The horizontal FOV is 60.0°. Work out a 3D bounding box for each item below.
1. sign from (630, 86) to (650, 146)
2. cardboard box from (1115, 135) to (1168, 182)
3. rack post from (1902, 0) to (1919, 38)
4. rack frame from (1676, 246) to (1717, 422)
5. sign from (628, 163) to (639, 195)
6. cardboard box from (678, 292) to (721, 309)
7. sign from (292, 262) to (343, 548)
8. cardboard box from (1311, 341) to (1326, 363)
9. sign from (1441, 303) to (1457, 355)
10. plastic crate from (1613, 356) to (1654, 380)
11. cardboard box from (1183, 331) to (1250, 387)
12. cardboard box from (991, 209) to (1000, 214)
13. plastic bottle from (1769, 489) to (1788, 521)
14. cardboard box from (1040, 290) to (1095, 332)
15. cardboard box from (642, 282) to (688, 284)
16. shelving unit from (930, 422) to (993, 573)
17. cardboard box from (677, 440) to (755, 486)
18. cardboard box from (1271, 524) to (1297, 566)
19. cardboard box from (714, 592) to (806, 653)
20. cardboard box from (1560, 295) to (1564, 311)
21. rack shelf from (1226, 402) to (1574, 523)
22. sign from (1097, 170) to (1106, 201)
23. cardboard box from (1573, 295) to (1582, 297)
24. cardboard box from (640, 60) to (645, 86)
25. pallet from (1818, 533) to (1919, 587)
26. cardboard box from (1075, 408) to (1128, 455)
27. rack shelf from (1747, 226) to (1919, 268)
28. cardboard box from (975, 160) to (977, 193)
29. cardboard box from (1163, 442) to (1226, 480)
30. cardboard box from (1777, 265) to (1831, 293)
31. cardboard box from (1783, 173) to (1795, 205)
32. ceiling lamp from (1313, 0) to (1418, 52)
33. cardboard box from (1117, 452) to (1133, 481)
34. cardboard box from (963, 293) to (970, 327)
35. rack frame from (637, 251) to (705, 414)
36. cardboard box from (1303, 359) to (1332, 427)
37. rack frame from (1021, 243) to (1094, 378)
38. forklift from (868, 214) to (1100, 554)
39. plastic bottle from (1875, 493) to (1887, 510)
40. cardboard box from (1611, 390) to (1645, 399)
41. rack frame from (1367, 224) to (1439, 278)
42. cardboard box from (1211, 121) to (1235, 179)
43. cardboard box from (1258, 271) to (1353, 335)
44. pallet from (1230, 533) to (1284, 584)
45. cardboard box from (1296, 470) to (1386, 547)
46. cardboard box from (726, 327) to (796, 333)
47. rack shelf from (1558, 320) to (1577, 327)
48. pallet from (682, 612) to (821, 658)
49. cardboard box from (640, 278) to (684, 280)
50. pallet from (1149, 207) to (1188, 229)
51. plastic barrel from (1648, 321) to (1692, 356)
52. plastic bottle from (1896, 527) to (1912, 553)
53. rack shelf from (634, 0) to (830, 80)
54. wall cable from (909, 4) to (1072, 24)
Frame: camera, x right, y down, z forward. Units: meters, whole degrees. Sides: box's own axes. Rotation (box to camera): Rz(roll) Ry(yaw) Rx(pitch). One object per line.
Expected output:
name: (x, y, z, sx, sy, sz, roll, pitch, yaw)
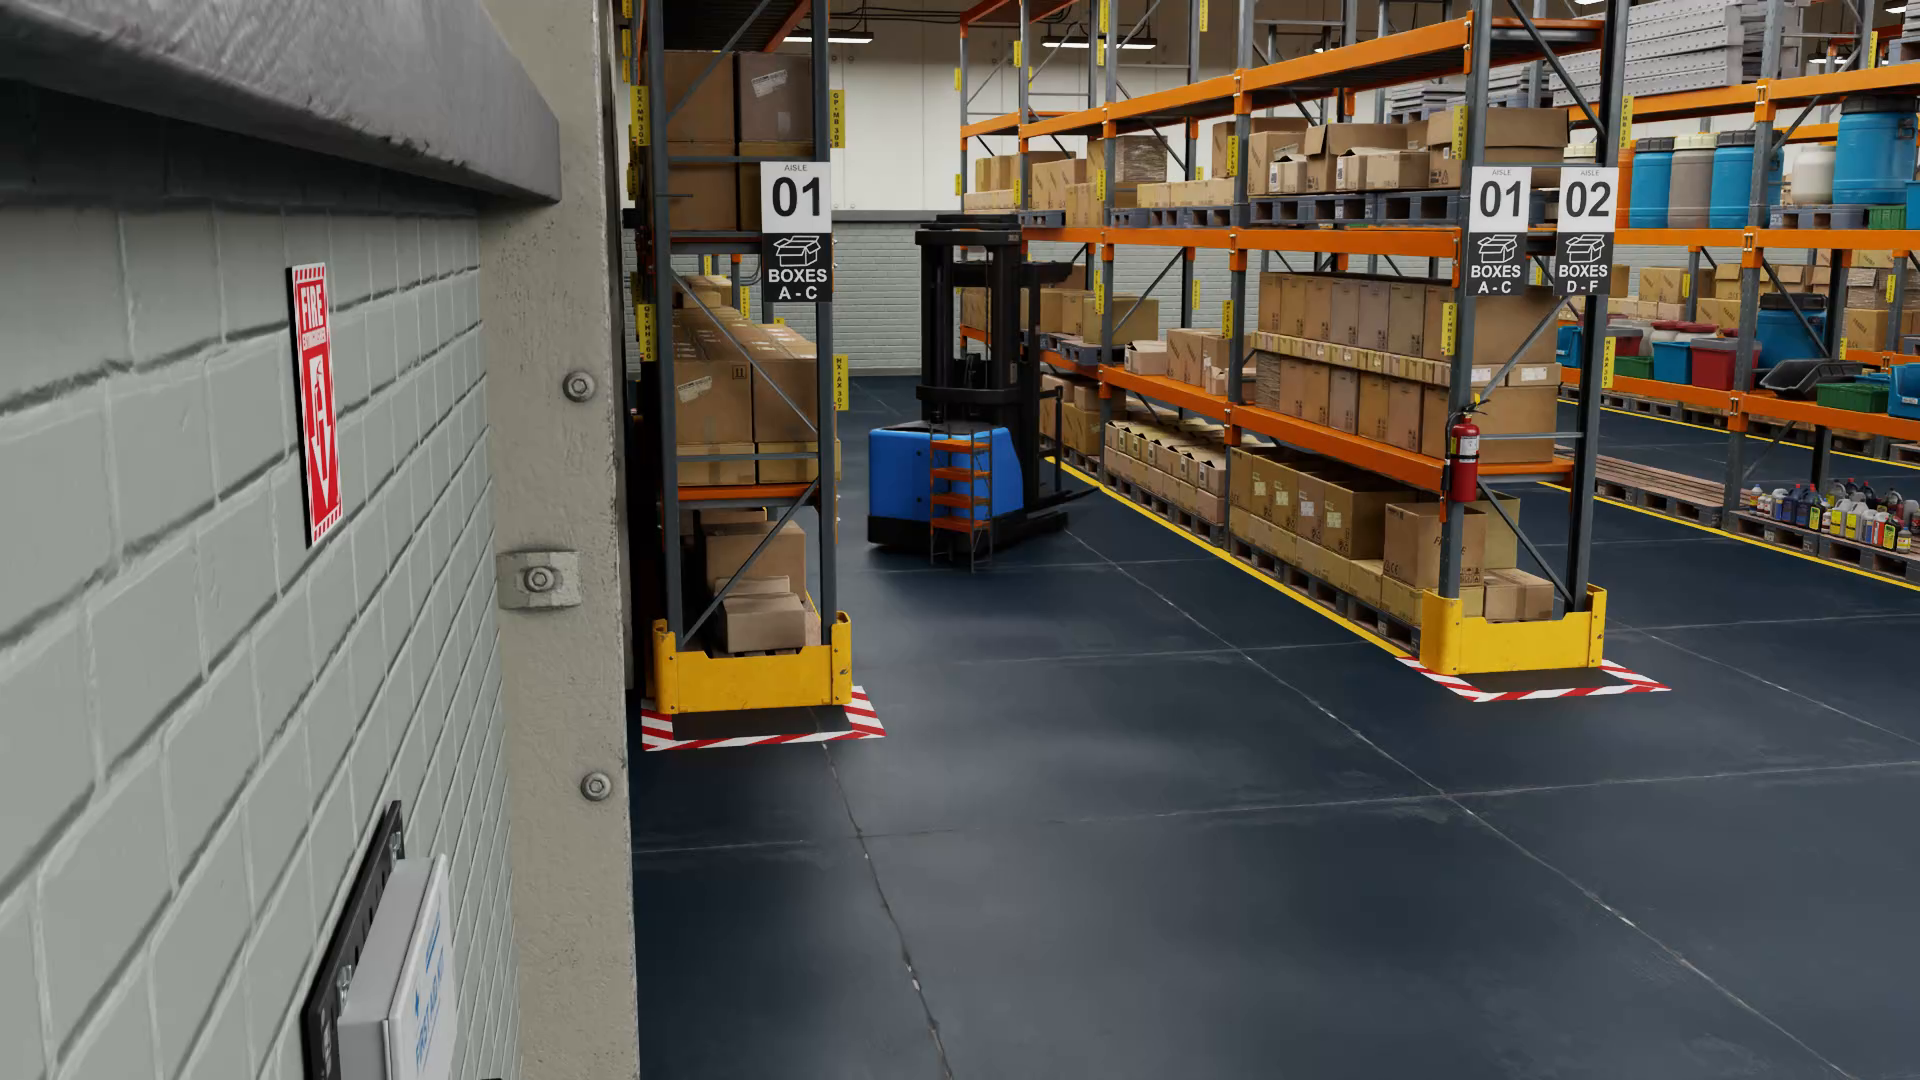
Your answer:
sign: (-1.787, -2.371, 9.296, 0.100, 0.325, 0.005, -2, 11, -11)
cardboard box: (1.985, -4.221, 18.443, 0.500, 0.500, 0.500, -2, 11, -11)
rack post: (8.071, -4.104, 12.946, 0.937, 0.300, 0.954, -2, 11, -12)
rack frame: (11.003, -3.221, 24.148, 1.000, 3.000, 0.127, -2, 11, -11)
sign: (-3.341, -3.694, 17.020, 0.100, 0.325, 0.005, -2, 11, -11)
cardboard box: (-2.621, -2.410, 16.710, 0.380, 0.149, 0.250, -4, 12, -21)
sign: (-0.710, -0.155, 1.841, 0.001, 0.298, 0.199, -2, 11, -11)
cardboard box: (2.958, -1.469, 12.943, 0.380, 0.149, 0.250, -2, 11, -13)
sign: (3.084, -1.328, 10.475, 0.100, 0.325, 0.005, -2, 11, -11)
plastic crate: (7.085, -1.778, 17.137, 0.450, 0.188, 0.662, -2, 11, -11)
cardboard box: (2.508, -1.773, 16.274, 0.500, 0.500, 0.500, -2, 11, -11)
cardboard box: (0.737, -4.524, 23.374, 0.500, 0.250, 0.500, -2, 11, -11)
plastic bottle: (7.423, -0.319, 15.009, 0.152, 0.276, 0.135, -2, 11, -9)
cardboard box: (1.354, -2.898, 21.061, 0.700, 0.500, 0.500, 0, 11, -2)
cardboard box: (-3.235, -2.689, 18.233, 0.500, 0.250, 0.500, -2, 11, -13)
shelving unit: (0.008, -0.363, 13.950, 0.258, 1.200, 0.503, -11, 15, -44)
cardboard box: (-1.520, -0.494, 10.171, 0.500, 0.250, 0.500, -2, 11, -10)
cardboard box: (2.819, 0.031, 13.298, 0.500, 0.250, 0.500, -2, 11, -11)
cardboard box: (-1.285, 0.495, 10.640, 0.500, 0.311, 0.500, -3, 11, -17)
cardboard box: (10.054, -3.929, 27.475, 0.500, 0.250, 0.500, -2, 11, -13)
rack shelf: (3.230, -0.674, 12.690, 1.077, 0.370, 4.000, -2, 11, -11)
sign: (1.531, -3.836, 17.974, 0.100, 0.325, 0.005, -2, 11, -11)
cardboard box: (10.151, -4.205, 26.923, 0.500, 0.500, 0.500, -2, 11, -12)
cardboard box: (-1.696, -2.672, 10.250, 0.500, 0.500, 0.500, -1, 11, -7)
pallet: (8.031, 0.146, 13.921, 1.003, 0.211, 1.213, -2, 11, -11)
cardboard box: (1.651, -1.279, 19.454, 0.500, 0.500, 0.500, -2, 11, -9)
rack shelf: (8.090, -2.327, 13.353, 1.077, 0.370, 4.000, -2, 11, -11)
cardboard box: (0.623, -5.515, 25.238, 0.700, 0.500, 0.500, -2, 11, -11)
cardboard box: (2.279, -0.775, 16.033, 0.500, 0.311, 0.500, -2, 11, -11)
cardboard box: (11.394, -3.406, 22.172, 0.797, 0.503, 0.637, -2, 11, -9)
cardboard box: (11.363, -4.591, 21.929, 0.797, 0.503, 0.637, -2, 11, -12)
ceiling lamp: (7.315, -10.173, 29.017, 2.000, 3.185, 0.800, -2, 11, -11)
cardboard box: (1.976, -0.784, 17.577, 0.500, 0.250, 0.500, -2, 11, -13)
cardboard box: (0.335, -3.553, 25.626, 0.500, 0.500, 0.500, -2, 11, -10)
rack frame: (-4.351, -3.414, 25.163, 1.000, 3.000, 0.127, -2, 11, -11)
cardboard box: (3.137, -1.173, 13.123, 0.700, 0.500, 0.500, -2, 11, -10)
rack frame: (1.285, -2.861, 22.259, 1.000, 3.000, 0.127, -2, 11, -11)
forklift: (0.366, -1.548, 15.546, 1.130, 2.935, 3.031, 6, 12, 30)
plastic bottle: (8.219, -0.284, 14.806, 0.061, 0.283, 0.133, -1, 11, -7)
cardboard box: (10.778, -2.672, 25.826, 0.875, 0.875, 0.875, -2, 11, -11)
rack frame: (6.145, -3.040, 23.202, 1.000, 3.000, 0.127, -2, 11, -11)
cardboard box: (2.627, -3.586, 15.321, 0.500, 0.500, 0.500, -1, 11, -6)
cardboard box: (2.934, -1.999, 13.993, 0.700, 0.500, 0.500, -2, 11, -11)
pallet: (2.955, 0.123, 14.037, 1.003, 0.211, 1.213, -2, 11, -11)
cardboard box: (2.918, -0.246, 12.746, 0.500, 0.500, 0.500, -2, 11, -11)
cardboard box: (-1.519, -1.351, 12.666, 0.500, 0.500, 0.500, -2, 11, -11)
rack shelf: (10.614, -3.234, 26.143, 1.077, 0.370, 4.000, -2, 11, -11)
pallet: (-1.377, 0.726, 10.869, 1.003, 0.211, 1.213, -2, 11, -11)
cardboard box: (-3.528, -2.972, 19.722, 0.500, 0.250, 0.500, -3, 11, -13)
pallet: (2.504, -3.182, 16.428, 1.003, 0.211, 1.213, -2, 11, -8)
plastic barrel: (7.503, -2.037, 17.568, 0.433, 0.535, 0.433, 0, 11, 0)
plastic bottle: (7.692, -0.002, 13.545, 0.097, 0.201, 0.097, 0, 11, 0)
rack shelf: (-1.628, -3.438, 11.180, 1.077, 0.370, 4.000, -2, 11, -11)
wall cable: (0.589, -10.812, 30.622, 3.097, 2.526, 0.112, -2, 11, -11)
